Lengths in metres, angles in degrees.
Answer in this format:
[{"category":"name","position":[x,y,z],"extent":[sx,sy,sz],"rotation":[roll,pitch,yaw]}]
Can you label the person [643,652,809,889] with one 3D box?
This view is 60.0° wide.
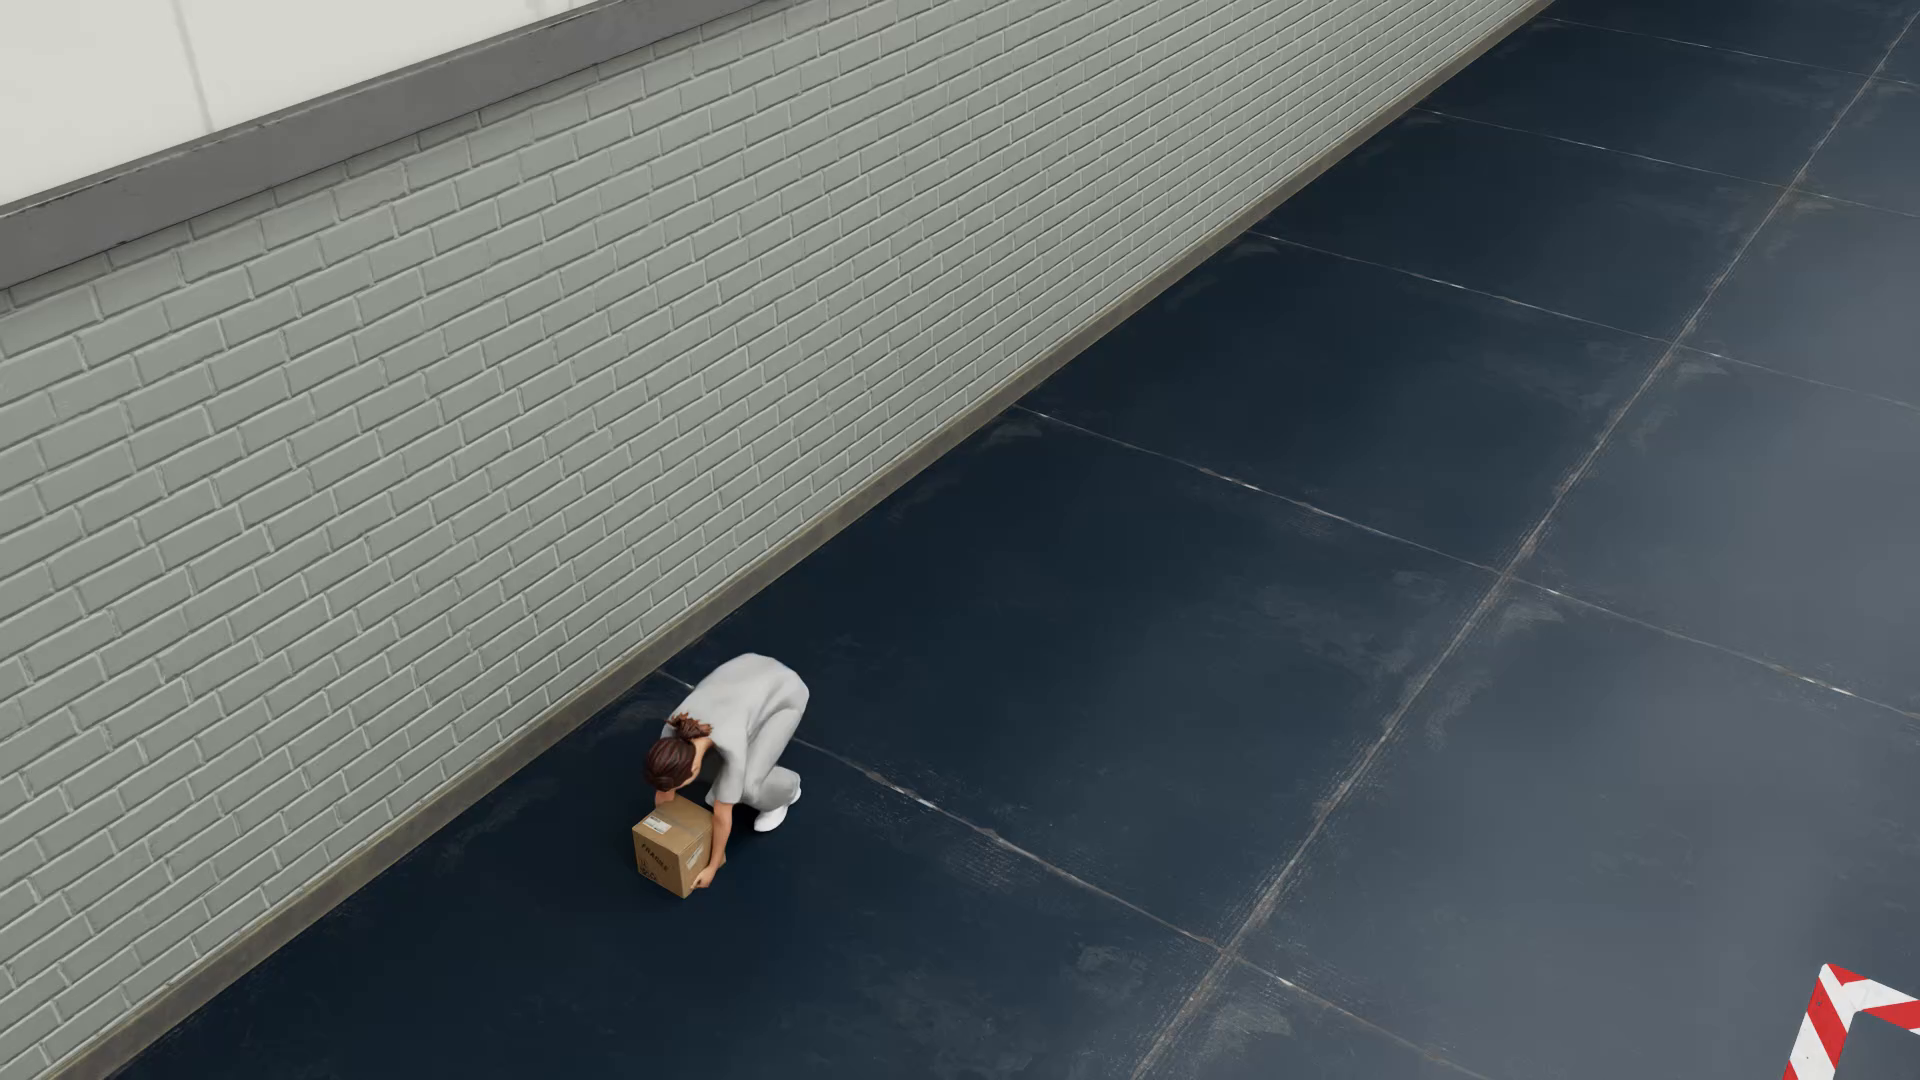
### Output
[{"category":"person","position":[-0.950,0.876,6.708],"extent":[0.458,0.764,0.863],"rotation":[21,40,27]}]
